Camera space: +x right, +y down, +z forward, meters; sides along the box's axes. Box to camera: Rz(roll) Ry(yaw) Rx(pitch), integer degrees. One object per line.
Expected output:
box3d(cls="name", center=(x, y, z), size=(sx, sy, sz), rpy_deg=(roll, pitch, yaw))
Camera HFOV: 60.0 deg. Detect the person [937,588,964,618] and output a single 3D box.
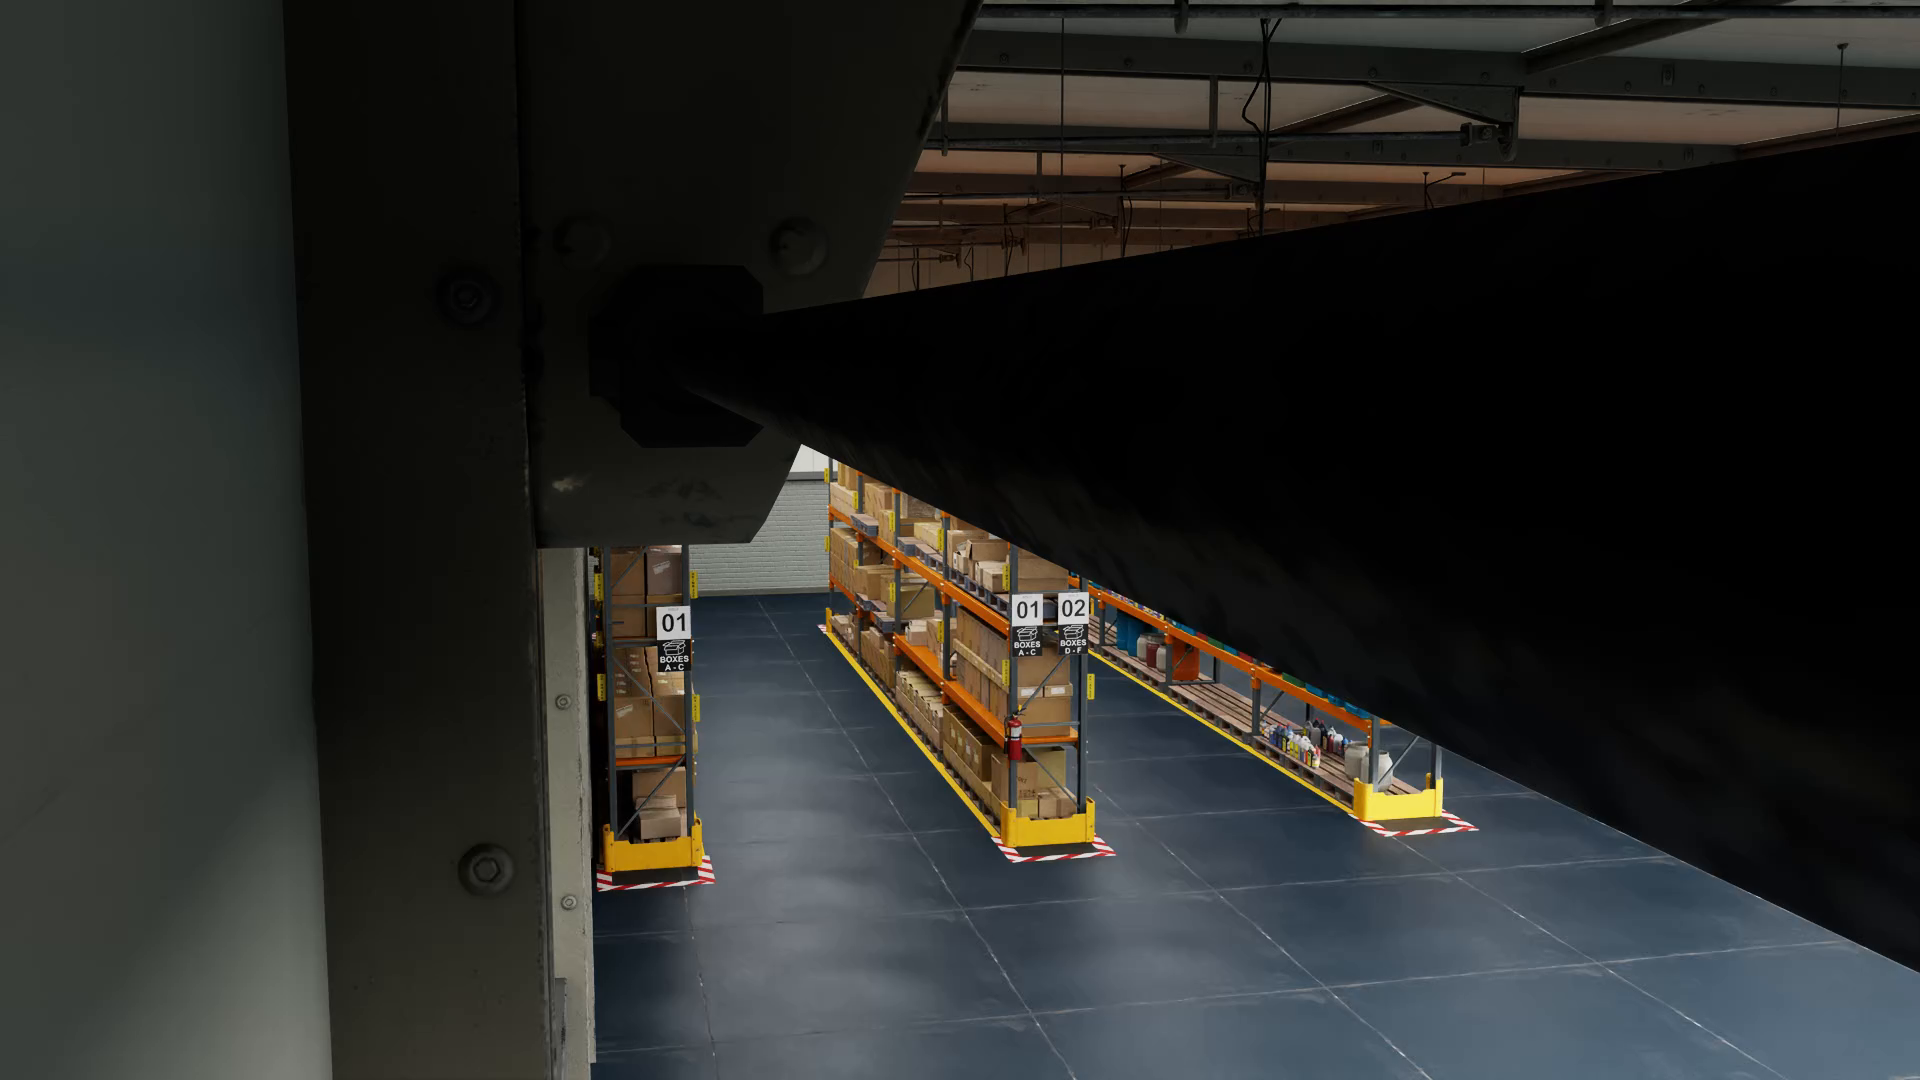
box3d(cls="person", center=(-0.127, 1.312, 35.224), size=(0.721, 1.717, 0.658), rpy_deg=(-3, 7, -22))
